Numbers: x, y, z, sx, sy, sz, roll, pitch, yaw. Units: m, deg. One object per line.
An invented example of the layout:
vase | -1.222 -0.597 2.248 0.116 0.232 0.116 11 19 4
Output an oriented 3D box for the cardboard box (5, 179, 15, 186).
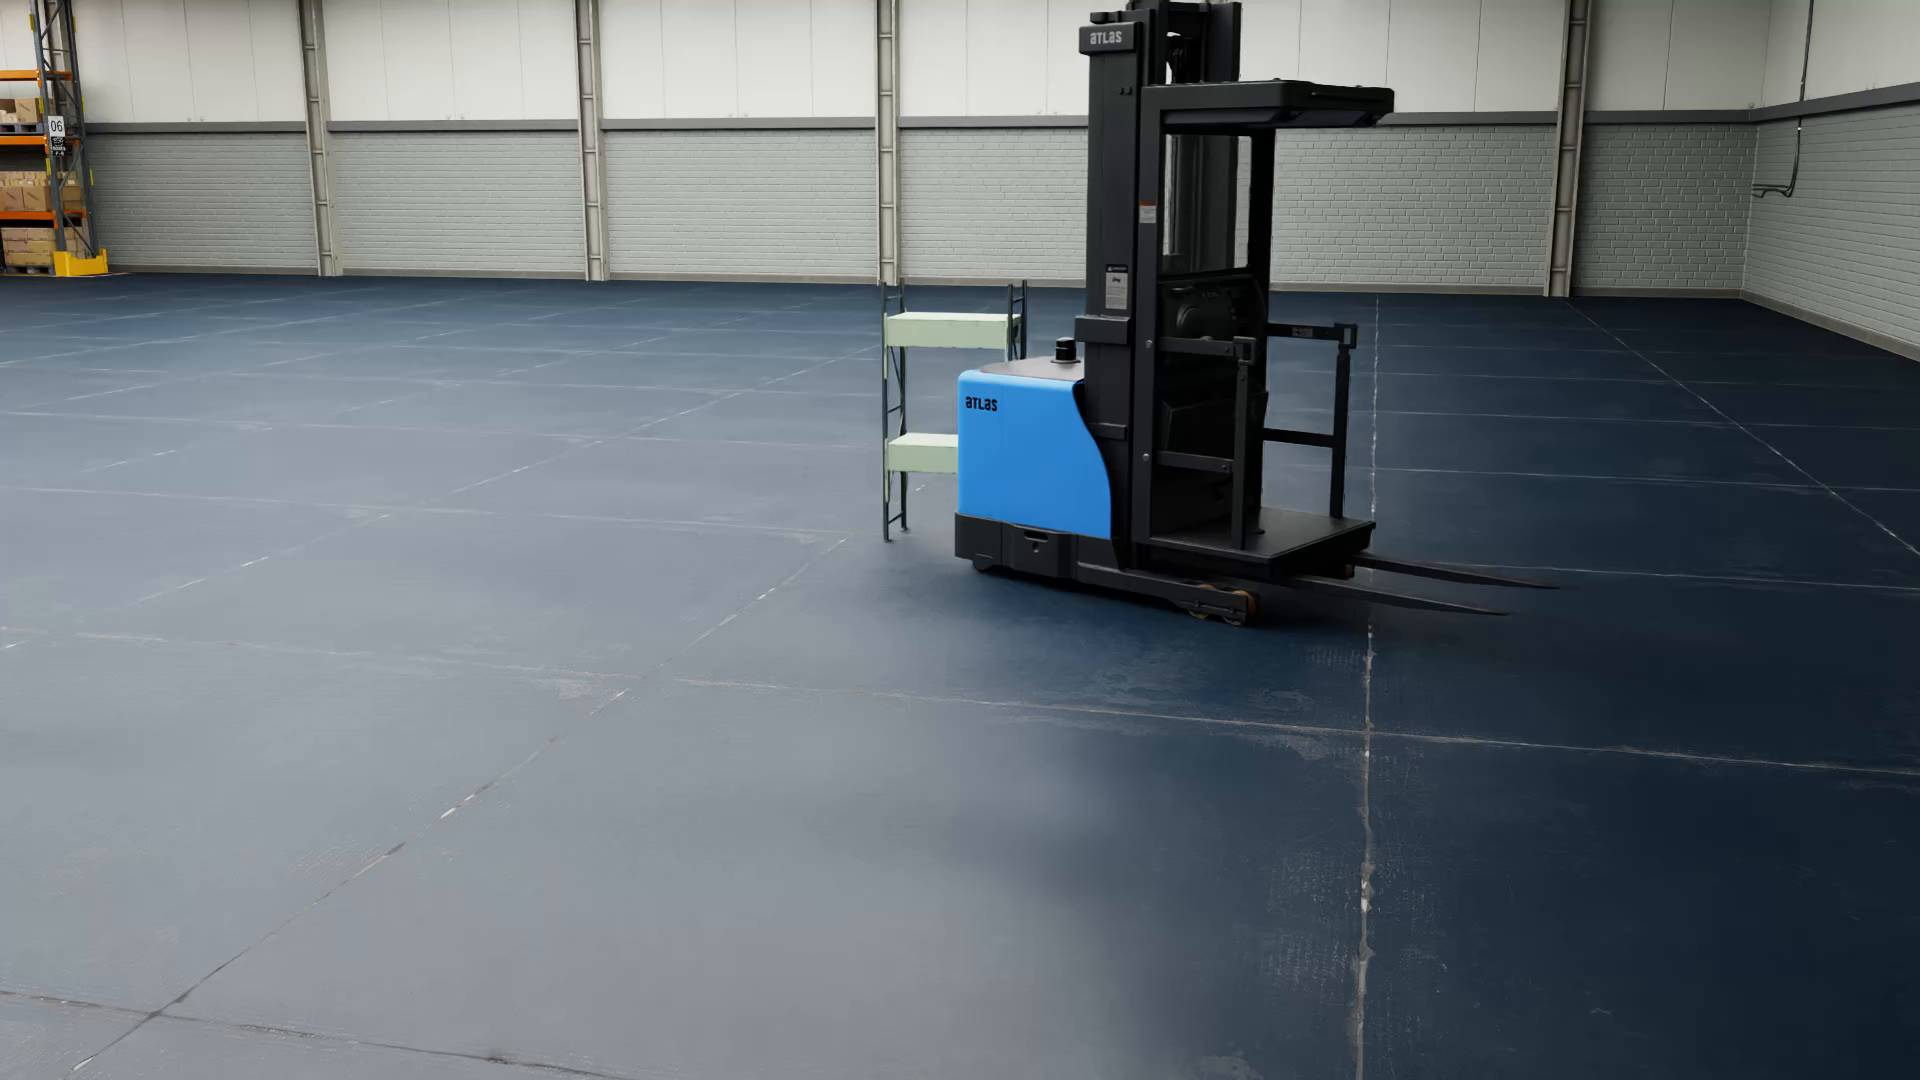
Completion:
cardboard box | -19.494 -7.387 34.375 0.250 0.149 0.380 3 13 13

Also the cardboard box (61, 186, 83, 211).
cardboard box | -18.774 -7.147 34.789 0.500 0.500 0.500 3 13 15

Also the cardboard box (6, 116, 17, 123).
cardboard box | -19.237 -8.588 33.973 0.250 0.149 0.380 3 13 12

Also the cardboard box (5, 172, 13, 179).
cardboard box | -19.489 -7.541 34.384 0.250 0.149 0.380 3 13 14

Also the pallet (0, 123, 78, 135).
pallet | -19.040 -8.477 34.296 1.213 0.211 1.003 3 13 14

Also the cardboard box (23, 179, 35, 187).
cardboard box | -19.018 -7.345 34.187 0.250 0.149 0.380 3 13 14

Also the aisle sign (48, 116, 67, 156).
aisle sign | -18.366 -8.218 33.846 0.004 0.787 0.394 3 13 14

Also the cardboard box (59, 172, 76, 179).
cardboard box | -18.634 -7.587 34.589 0.250 0.149 0.380 3 13 12

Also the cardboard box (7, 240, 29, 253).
cardboard box | -19.391 -6.108 34.564 0.500 0.250 0.500 3 13 13

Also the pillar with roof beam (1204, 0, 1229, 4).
pillar with roof beam | 3.450 -8.017 25.094 0.400 9.000 9.100 3 13 14

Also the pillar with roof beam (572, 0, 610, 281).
pillar with roof beam | -8.200 -8.640 27.901 0.400 9.000 9.100 3 13 14

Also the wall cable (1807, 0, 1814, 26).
wall cable | 12.202 -8.561 23.054 0.112 2.526 3.097 3 13 14

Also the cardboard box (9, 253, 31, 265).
cardboard box | -19.372 -5.862 34.609 0.500 0.250 0.500 3 13 14

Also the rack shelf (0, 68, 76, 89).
rack shelf | -20.301 -9.500 34.360 4.000 0.370 1.077 3 13 14

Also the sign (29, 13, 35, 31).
sign | -18.503 -10.324 33.151 0.005 0.325 0.100 3 13 14

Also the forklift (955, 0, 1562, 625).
forklift | 1.427 -1.155 8.171 3.031 2.935 1.130 10 16 39

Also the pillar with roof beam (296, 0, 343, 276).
pillar with roof beam | -14.026 -8.951 29.305 0.400 9.000 9.100 3 13 14

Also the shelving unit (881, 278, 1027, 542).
shelving unit | -0.030 -0.740 9.607 0.755 1.500 0.431 3 13 14

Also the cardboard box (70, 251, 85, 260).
cardboard box | -18.789 -5.943 34.974 0.500 0.250 0.500 3 13 14

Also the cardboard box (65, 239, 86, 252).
cardboard box | -18.766 -6.189 34.926 0.500 0.250 0.500 3 13 15

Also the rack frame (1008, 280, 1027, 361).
rack frame | 0.324 -0.720 9.516 0.023 1.500 0.400 3 13 14

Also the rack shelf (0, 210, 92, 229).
rack shelf | -20.301 -6.766 34.967 4.000 0.370 1.077 3 13 14

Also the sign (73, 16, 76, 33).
sign | -18.220 -10.592 34.178 0.005 0.325 0.100 3 13 14

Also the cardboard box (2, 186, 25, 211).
cardboard box | -19.402 -7.062 34.407 0.500 0.500 0.500 3 13 15

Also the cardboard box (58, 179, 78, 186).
cardboard box | -18.627 -7.451 34.665 0.250 0.149 0.380 3 13 12

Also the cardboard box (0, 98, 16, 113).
cardboard box | -19.818 -8.827 34.236 0.500 0.500 0.700 3 13 14

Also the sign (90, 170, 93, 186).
sign | -18.221 -7.591 34.843 0.005 0.325 0.100 3 13 14

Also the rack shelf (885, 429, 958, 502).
rack shelf | -0.030 -0.422 9.677 0.720 0.370 0.431 3 13 14

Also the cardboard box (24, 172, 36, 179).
cardboard box | -19.005 -7.505 34.220 0.250 0.149 0.380 3 13 14

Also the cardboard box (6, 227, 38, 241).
cardboard box | -19.378 -6.348 34.491 0.500 0.250 0.500 3 13 15

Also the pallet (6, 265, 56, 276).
pallet | -19.112 -5.683 34.862 1.213 0.211 1.003 3 13 14

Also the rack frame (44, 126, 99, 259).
rack frame | -18.359 -7.014 34.421 0.127 3.000 1.000 3 13 14
